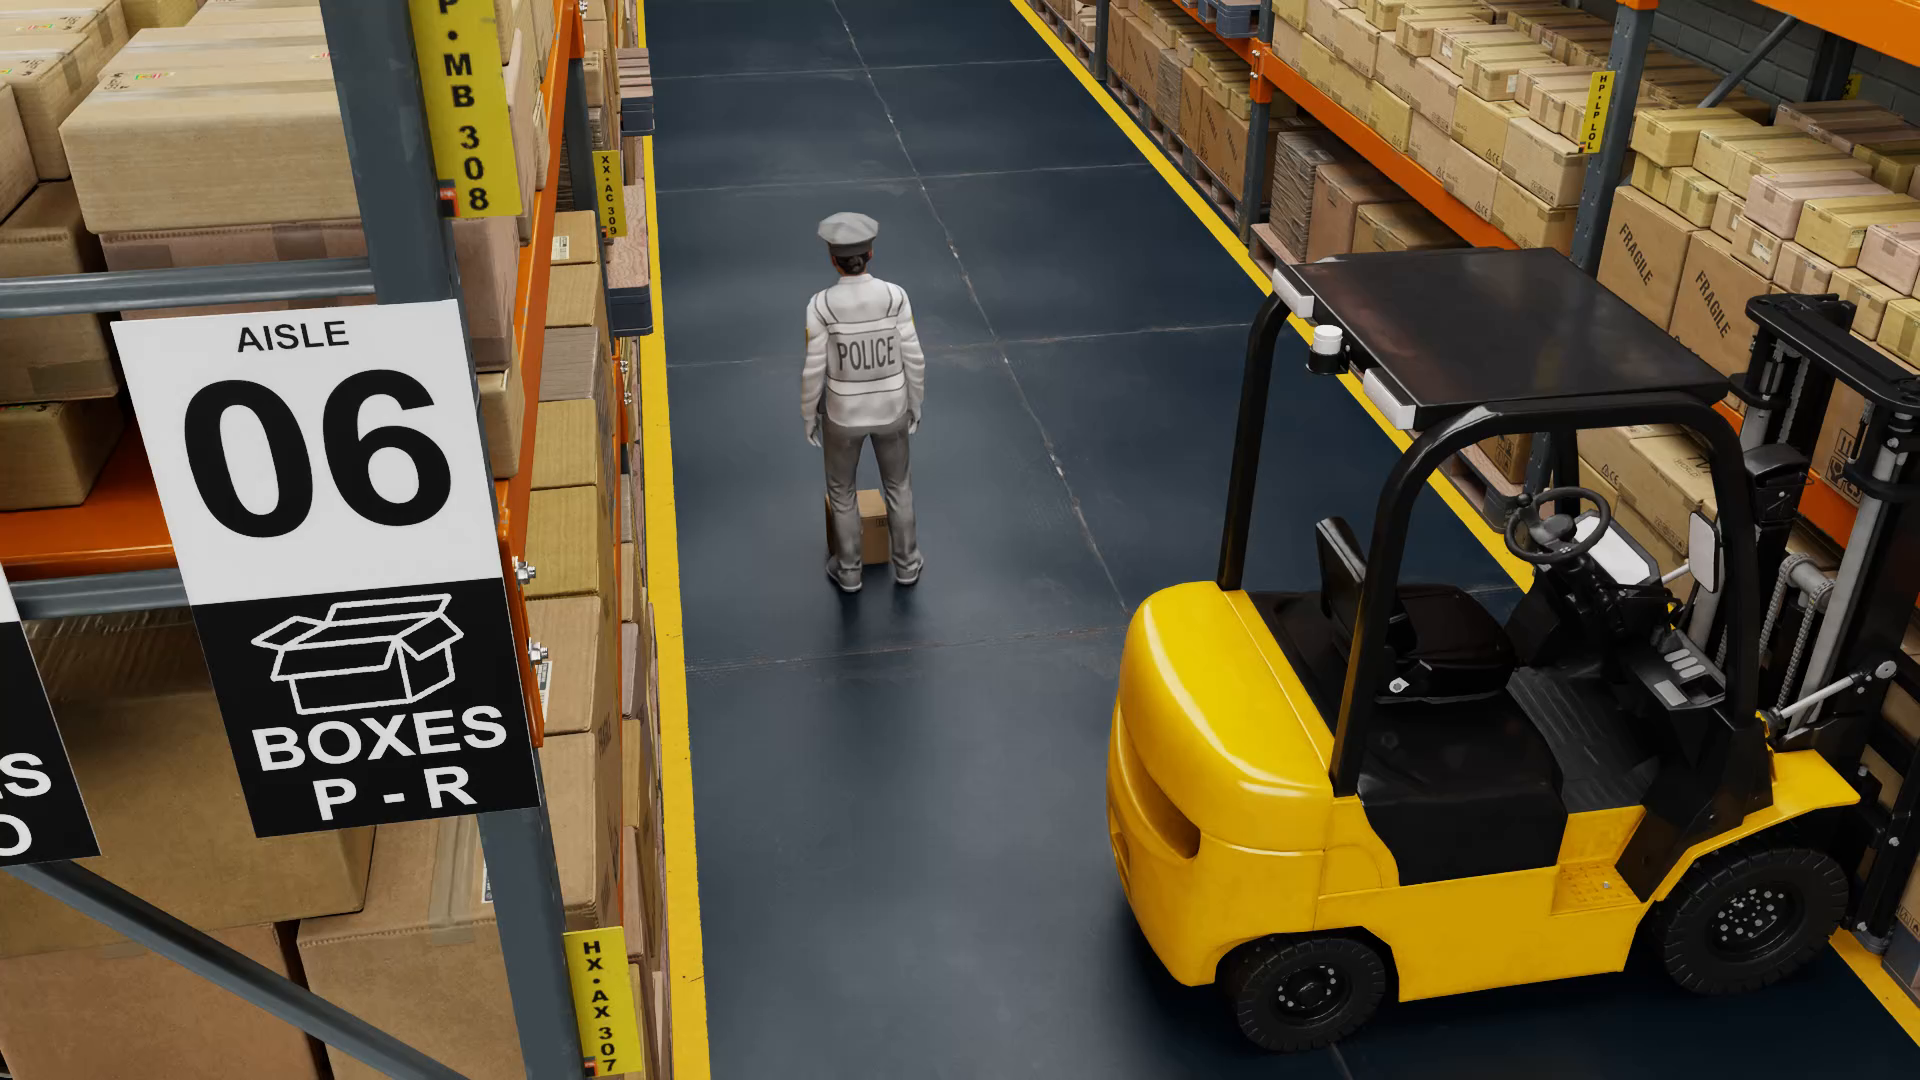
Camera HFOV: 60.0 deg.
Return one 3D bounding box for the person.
[{"bbox_3d":[-0.409,-0.539,7.032,0.535,1.662,0.374,-7,32,-12],"label":"person"}]
